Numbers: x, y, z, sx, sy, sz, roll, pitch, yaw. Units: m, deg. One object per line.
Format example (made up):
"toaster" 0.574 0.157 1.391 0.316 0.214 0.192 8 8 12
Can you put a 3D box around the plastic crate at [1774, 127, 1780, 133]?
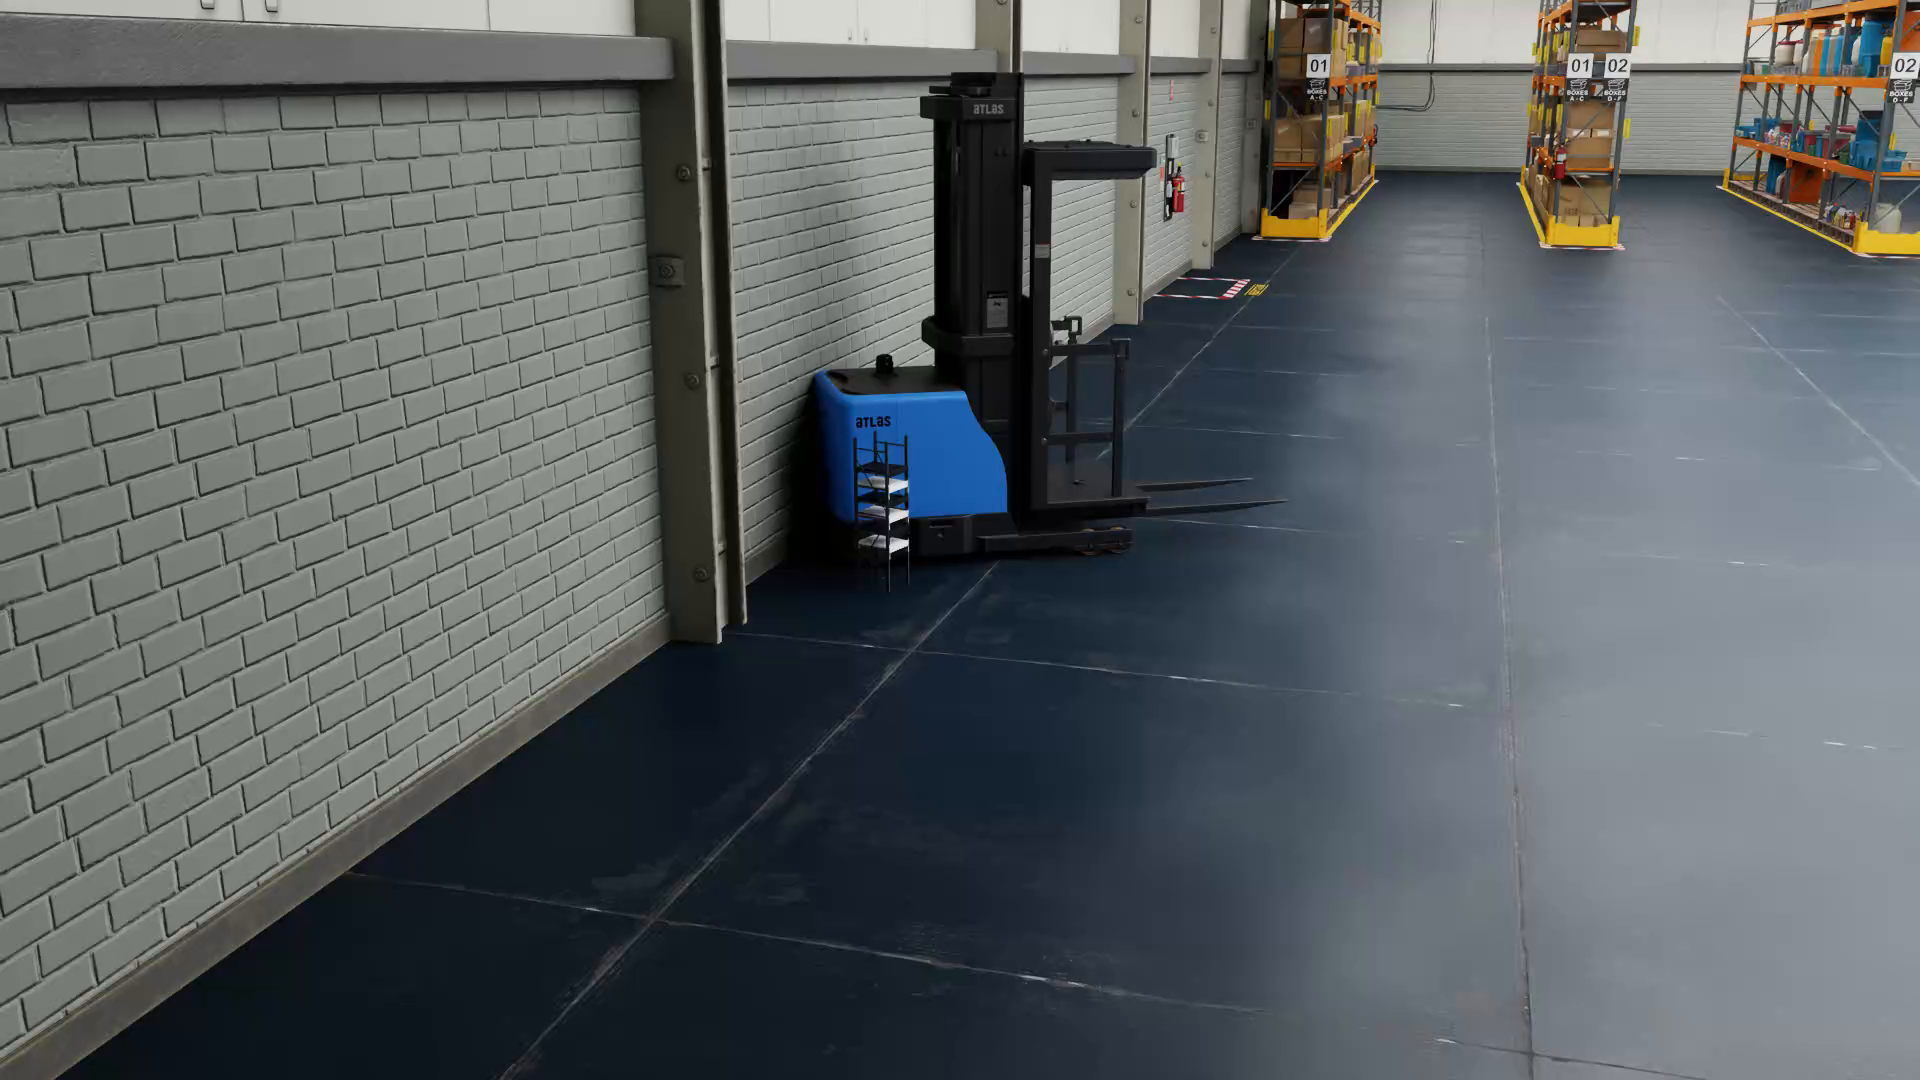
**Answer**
"plastic crate" 19.586 -9.708 39.668 0.437 0.282 0.530 5 16 16

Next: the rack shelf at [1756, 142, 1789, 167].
"rack shelf" 18.407 -8.482 36.555 1.077 0.370 4.000 5 16 16

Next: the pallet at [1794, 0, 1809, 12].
"pallet" 18.073 -11.094 34.531 1.213 0.211 1.003 5 16 16

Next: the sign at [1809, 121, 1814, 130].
"sign" 19.503 -9.441 38.112 0.100 0.325 0.005 5 16 16

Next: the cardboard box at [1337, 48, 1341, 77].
"cardboard box" 6.732 -8.823 30.721 0.500 0.500 0.500 5 17 18

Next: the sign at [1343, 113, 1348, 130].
"sign" 7.726 -8.403 33.372 0.100 0.325 0.005 5 16 16

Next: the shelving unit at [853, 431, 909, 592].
"shelving unit" -0.461 -0.167 9.770 0.258 0.900 0.210 10 19 31

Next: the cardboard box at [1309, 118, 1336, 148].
"cardboard box" 6.641 -7.508 30.668 0.500 0.500 0.500 5 16 16

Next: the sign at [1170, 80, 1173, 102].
"sign" 2.895 -6.138 22.724 0.001 0.298 0.199 5 16 16

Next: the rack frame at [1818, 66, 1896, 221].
"rack frame" 16.702 -7.258 30.922 1.000 3.000 0.127 5 16 16

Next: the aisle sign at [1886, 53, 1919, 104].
"aisle sign" 15.260 -7.467 26.893 0.394 0.787 0.004 5 16 16

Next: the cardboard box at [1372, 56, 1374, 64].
"cardboard box" 10.085 -12.033 41.582 0.500 0.250 0.500 4 16 15

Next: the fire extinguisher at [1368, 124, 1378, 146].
"fire extinguisher" 11.099 -10.953 44.774 0.296 0.674 0.183 5 16 16

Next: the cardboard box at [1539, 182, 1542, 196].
"cardboard box" 11.936 -7.057 33.455 0.500 0.311 0.500 5 17 17

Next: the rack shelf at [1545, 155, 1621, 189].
"rack shelf" 11.386 -6.774 30.533 1.077 0.370 4.000 5 16 16

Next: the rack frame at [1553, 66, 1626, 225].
"rack frame" 10.817 -6.597 28.590 1.000 3.000 0.127 5 16 16

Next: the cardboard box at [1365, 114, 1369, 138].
"cardboard box" 9.647 -10.405 41.465 0.980 0.700 0.700 5 17 17

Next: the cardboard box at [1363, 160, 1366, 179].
"cardboard box" 10.082 -9.572 42.891 0.700 0.500 0.500 5 17 17

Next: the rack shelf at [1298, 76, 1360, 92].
"rack shelf" 7.772 -9.647 35.165 1.077 0.370 4.000 5 16 16

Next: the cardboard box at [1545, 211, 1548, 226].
"cardboard box" 10.817 -5.771 29.948 0.500 0.250 0.500 5 16 16

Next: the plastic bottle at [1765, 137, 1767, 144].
"plastic bottle" 18.409 -9.126 37.872 0.097 0.201 0.097 0 16 0

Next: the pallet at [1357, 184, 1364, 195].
"pallet" 9.330 -8.570 40.658 1.003 0.211 1.213 5 16 16

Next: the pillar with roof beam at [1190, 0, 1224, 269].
"pillar with roof beam" 7.859 -8.213 23.294 9.100 9.000 0.400 5 16 16

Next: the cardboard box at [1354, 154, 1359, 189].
"cardboard box" 8.930 -8.652 39.005 0.750 0.750 0.750 5 16 16

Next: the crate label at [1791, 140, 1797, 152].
"crate label" 17.360 -8.143 34.349 0.303 0.233 0.416 5 16 16

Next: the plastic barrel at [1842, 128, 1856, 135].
"plastic barrel" 17.393 -7.749 32.403 0.433 0.535 0.433 0 16 0

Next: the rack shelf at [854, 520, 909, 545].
"rack shelf" -0.461 -0.049 9.804 0.258 0.077 0.200 10 19 31

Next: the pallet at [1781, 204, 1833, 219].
"pallet" 17.582 -6.764 34.288 1.003 0.211 1.213 5 16 16

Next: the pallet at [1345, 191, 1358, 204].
"pallet" 8.637 -7.932 38.408 1.003 0.211 1.213 5 16 16

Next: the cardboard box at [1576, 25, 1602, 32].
"cardboard box" 12.167 -9.735 32.290 0.500 0.500 0.500 5 17 17

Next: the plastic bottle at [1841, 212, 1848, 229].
"plastic bottle" 15.683 -5.663 29.470 0.061 0.283 0.133 5 17 17

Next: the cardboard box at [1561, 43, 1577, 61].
"cardboard box" 11.050 -8.734 29.764 0.500 0.311 0.500 7 17 22

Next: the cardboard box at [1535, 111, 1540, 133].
"cardboard box" 13.744 -9.695 38.561 0.700 0.500 0.500 7 17 25

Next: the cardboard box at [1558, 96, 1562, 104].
"cardboard box" 14.777 -10.502 40.343 0.500 0.500 0.500 4 16 14

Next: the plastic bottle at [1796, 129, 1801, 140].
"plastic bottle" 18.890 -9.073 37.410 0.144 0.351 0.185 5 16 16

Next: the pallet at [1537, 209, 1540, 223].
"pallet" 12.126 -6.498 33.351 1.003 0.211 1.213 5 16 16

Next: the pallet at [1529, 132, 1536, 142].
"pallet" 13.896 -9.443 38.978 1.003 0.211 1.213 5 16 16

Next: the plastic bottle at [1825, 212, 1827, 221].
"plastic bottle" 16.134 -6.021 30.883 0.097 0.201 0.097 0 16 0

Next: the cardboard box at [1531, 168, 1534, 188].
"cardboard box" 13.716 -8.497 39.066 0.500 0.500 0.500 5 17 17

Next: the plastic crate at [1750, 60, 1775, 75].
"plastic crate" 19.415 -11.433 40.256 0.504 0.338 0.767 5 16 16

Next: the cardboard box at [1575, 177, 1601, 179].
"cardboard box" 11.879 -6.615 31.550 0.500 0.500 0.500 5 16 16

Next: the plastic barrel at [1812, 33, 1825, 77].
"plastic barrel" 17.212 -9.585 32.843 0.600 0.830 0.708 5 16 16

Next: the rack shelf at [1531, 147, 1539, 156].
"rack shelf" 13.659 -8.867 37.913 1.077 0.370 4.000 5 16 16

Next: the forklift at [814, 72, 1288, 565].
"forklift" 0.613 -1.450 10.570 3.031 2.935 1.130 -4 16 -13

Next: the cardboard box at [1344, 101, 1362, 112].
"cardboard box" 9.146 -10.139 38.940 0.500 0.250 0.500 4 16 15

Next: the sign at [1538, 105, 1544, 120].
"sign" 12.568 -9.248 35.962 0.100 0.325 0.005 5 16 16

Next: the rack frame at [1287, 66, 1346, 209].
"rack frame" 7.204 -8.027 33.631 1.000 3.000 0.127 5 16 16

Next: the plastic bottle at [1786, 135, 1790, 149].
"plastic bottle" 17.610 -8.448 35.330 0.061 0.283 0.133 5 16 16

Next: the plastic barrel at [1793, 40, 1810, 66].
"plastic barrel" 18.198 -10.491 35.803 0.433 0.535 0.433 0 16 0

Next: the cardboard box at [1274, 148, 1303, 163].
"cardboard box" 6.014 -7.055 30.443 0.500 0.250 0.500 5 17 17

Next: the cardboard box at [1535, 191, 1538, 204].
"cardboard box" 12.377 -7.187 34.940 0.500 0.250 0.500 4 16 14

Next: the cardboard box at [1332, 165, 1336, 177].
"cardboard box" 7.822 -7.971 35.836 0.500 0.250 0.500 5 16 16
